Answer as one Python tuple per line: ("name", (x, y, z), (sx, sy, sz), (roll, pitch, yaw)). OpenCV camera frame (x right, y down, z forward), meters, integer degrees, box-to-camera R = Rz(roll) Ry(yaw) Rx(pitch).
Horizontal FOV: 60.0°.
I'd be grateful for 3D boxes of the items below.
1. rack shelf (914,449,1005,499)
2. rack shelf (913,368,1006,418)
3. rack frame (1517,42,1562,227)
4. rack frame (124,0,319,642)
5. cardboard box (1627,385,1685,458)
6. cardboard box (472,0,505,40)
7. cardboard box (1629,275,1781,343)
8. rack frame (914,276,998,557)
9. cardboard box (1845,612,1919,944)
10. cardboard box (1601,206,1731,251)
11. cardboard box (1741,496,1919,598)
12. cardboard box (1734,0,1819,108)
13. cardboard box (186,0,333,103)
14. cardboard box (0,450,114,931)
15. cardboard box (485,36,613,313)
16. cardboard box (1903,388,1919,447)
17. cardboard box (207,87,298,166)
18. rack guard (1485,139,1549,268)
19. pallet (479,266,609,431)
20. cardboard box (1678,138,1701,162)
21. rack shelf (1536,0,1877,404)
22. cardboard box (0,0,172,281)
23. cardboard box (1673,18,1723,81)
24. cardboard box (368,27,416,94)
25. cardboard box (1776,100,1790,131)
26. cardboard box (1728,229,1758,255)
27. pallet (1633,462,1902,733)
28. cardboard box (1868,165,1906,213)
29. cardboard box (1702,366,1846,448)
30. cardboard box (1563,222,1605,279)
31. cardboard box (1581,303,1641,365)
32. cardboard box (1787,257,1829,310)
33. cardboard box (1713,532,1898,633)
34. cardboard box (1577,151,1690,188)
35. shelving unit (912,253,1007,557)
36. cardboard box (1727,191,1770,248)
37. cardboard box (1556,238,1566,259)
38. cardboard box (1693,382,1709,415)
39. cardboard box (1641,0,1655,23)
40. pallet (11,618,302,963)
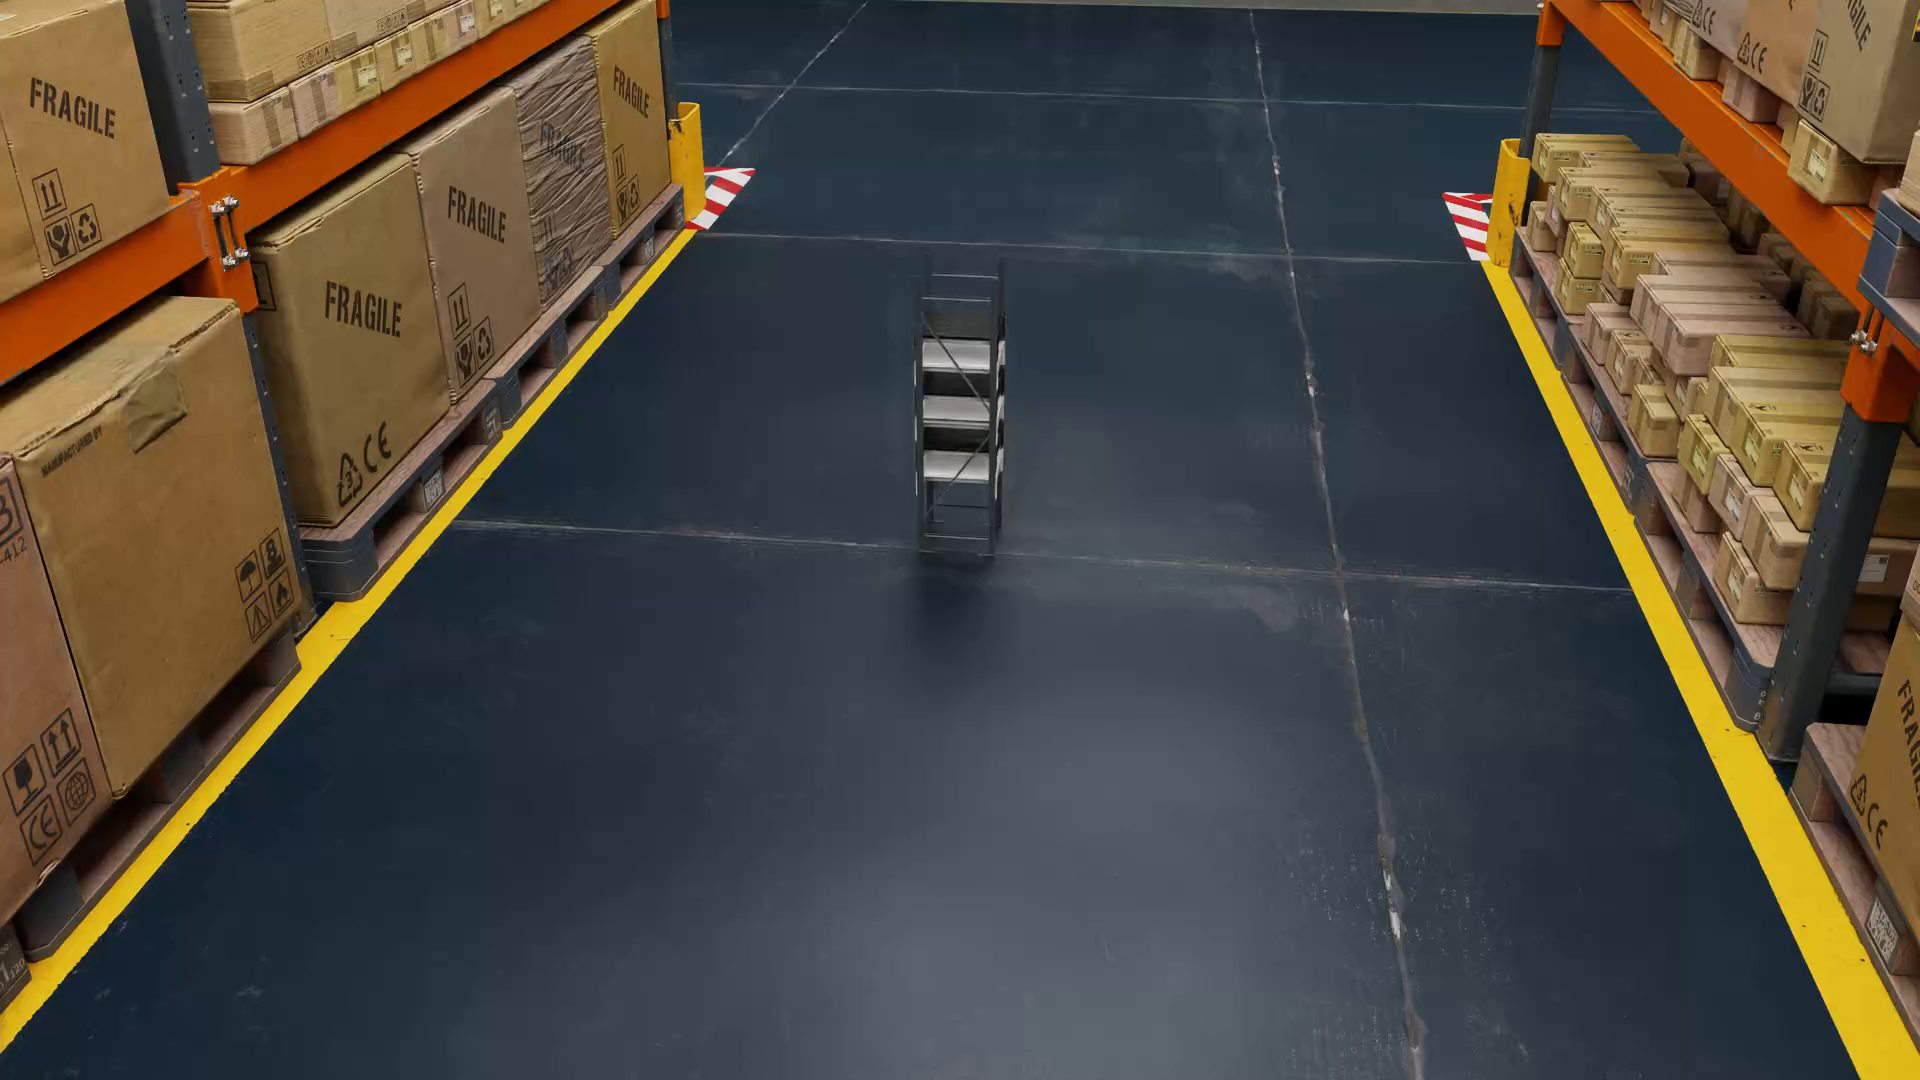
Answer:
("rack shelf", (0.001, -0.212, 5.145), (0.258, 0.077, 0.200), (3, 28, 6))
("rack shelf", (0.001, -0.450, 5.017), (0.258, 0.077, 0.200), (3, 28, 6))
("rack frame", (3.036, -2.638, 6.985), (1.000, 3.000, 0.127), (3, 28, 6))
("rack frame", (-2.364, -1.091, 4.113), (1.000, 3.000, 0.127), (3, 28, 6))
("cardboard box", (2.382, -0.377, 5.350), (0.380, 0.149, 0.250), (3, 28, 6))
("cardboard box", (-1.809, -1.835, 5.757), (0.380, 0.149, 0.250), (3, 28, 5))
("cardboard box", (2.418, -0.748, 5.412), (0.380, 0.149, 0.250), (2, 28, 4))
("rack frame", (-0.011, -0.352, 4.955), (0.240, 0.900, 0.006), (3, 28, 6))
("cardboard box", (2.192, 0.492, 3.366), (0.500, 0.500, 0.500), (4, 29, 8))
("cardboard box", (2.571, -1.104, 6.072), (0.380, 0.149, 0.250), (4, 29, 8))
("cardboard box", (2.269, 0.017, 4.305), (0.380, 0.149, 0.250), (4, 29, 7))
("cardboard box", (2.389, -1.419, 4.302), (0.500, 0.500, 0.500), (3, 28, 5))
("cardboard box", (-2.047, -1.362, 4.460), (0.500, 0.250, 0.500), (3, 28, 5))
("cardboard box", (-2.532, 0.382, 3.175), (1.225, 0.875, 0.875), (2, 28, 4))
("cardboard box", (-1.985, -1.489, 6.650), (0.875, 0.875, 0.875), (3, 28, 6))
("cardboard box", (2.868, -0.346, 4.665), (0.380, 0.149, 0.250), (3, 28, 5))
("cardboard box", (-1.998, -1.101, 4.395), (0.380, 0.149, 0.250), (3, 29, 6))
("rack guard", (3.027, -1.502, 7.511), (1.175, 0.500, 0.348), (3, 28, 6))
("pallet", (-2.047, -0.793, 6.499), (1.003, 0.211, 1.213), (3, 28, 6))
("cardboard box", (3.223, -1.566, 6.930), (0.380, 0.149, 0.250), (4, 29, 7))
("rack shelf", (2.791, -1.380, 5.408), (1.077, 0.370, 4.000), (3, 28, 6))
("cardboard box", (-2.151, -0.899, 3.651), (0.500, 0.500, 0.500), (3, 29, 6))
("cardboard box", (2.469, -1.533, 5.198), (0.380, 0.149, 0.250), (4, 29, 7))
("cardboard box", (-1.904, -1.472, 5.085), (0.380, 0.149, 0.250), (3, 28, 5))
("cardboard box", (2.464, -1.160, 4.506), (0.380, 0.149, 0.250), (3, 28, 5))
("cardboard box", (3.057, -1.069, 6.321), (0.380, 0.149, 0.250), (3, 28, 6))
("pallet", (2.593, 0.154, 4.742), (1.003, 0.211, 1.213), (3, 28, 6))
("cardboard box", (2.348, -0.793, 3.824), (0.380, 0.149, 0.250), (3, 28, 6))
("cardboard box", (2.346, -0.370, 4.710), (0.380, 0.149, 0.250), (3, 28, 6))
("cardboard box", (2.546, -1.107, 6.392), (0.380, 0.149, 0.250), (4, 29, 8))
("cardboard box", (2.486, -0.743, 6.030), (0.380, 0.149, 0.250), (2, 28, 4))
("cardboard box", (3.010, -0.832, 5.567), (0.380, 0.149, 0.250), (3, 29, 6))
("cardboard box", (2.256, 0.110, 4.446), (0.380, 0.149, 0.250), (4, 29, 7))
("cardboard box", (2.720, -1.466, 6.745), (0.380, 0.149, 0.250), (4, 29, 7))
("shelving unit", (0.001, -0.400, 5.044), (0.258, 0.900, 0.210), (3, 28, 6))
("cardboard box", (3.134, -1.204, 6.258), (0.380, 0.149, 0.250), (2, 28, 4))
("cardboard box", (2.703, -1.212, 6.901), (0.380, 0.149, 0.250), (3, 28, 6))
("cardboard box", (2.433, -0.351, 4.988), (0.380, 0.149, 0.250), (4, 29, 7))
("cardboard box", (2.641, -1.892, 5.865), (0.380, 0.149, 0.250), (3, 28, 6))
("pallet", (-2.384, 0.504, 4.092), (1.003, 0.211, 1.213), (3, 28, 6))
